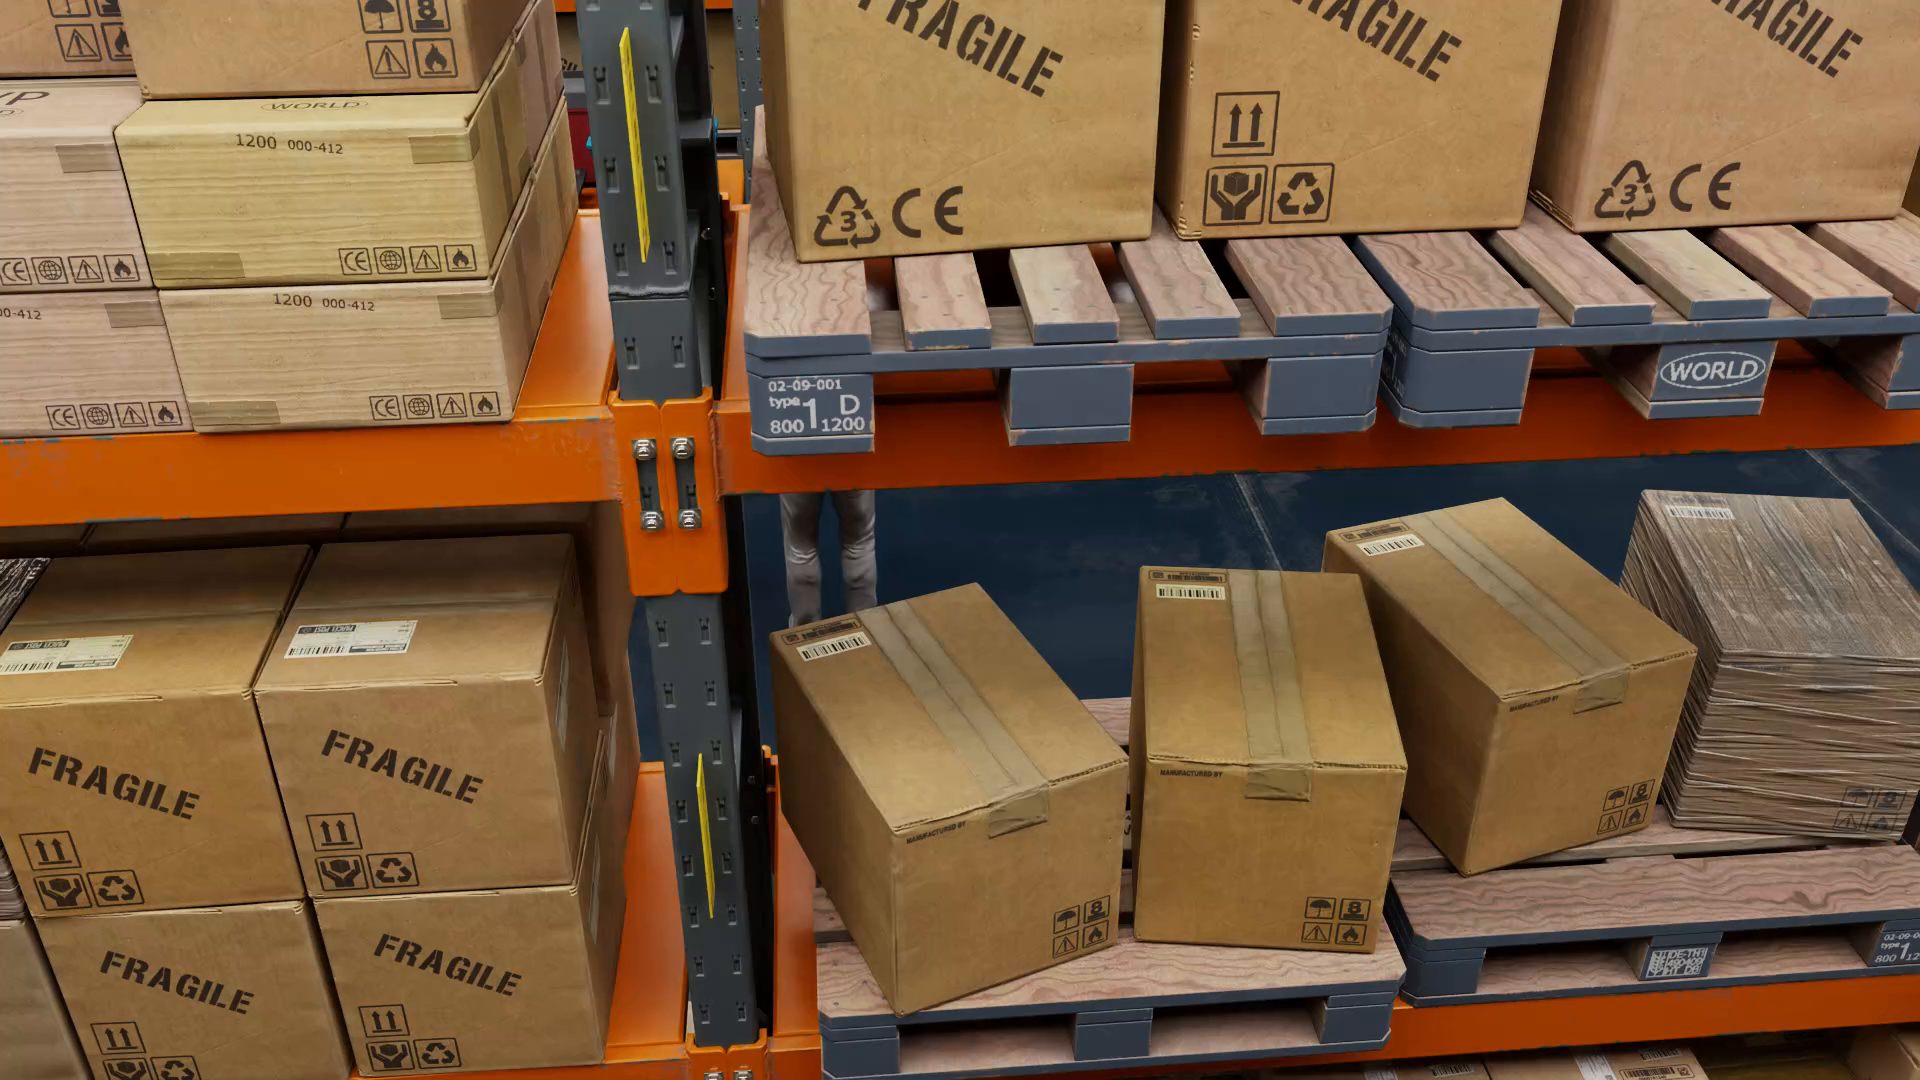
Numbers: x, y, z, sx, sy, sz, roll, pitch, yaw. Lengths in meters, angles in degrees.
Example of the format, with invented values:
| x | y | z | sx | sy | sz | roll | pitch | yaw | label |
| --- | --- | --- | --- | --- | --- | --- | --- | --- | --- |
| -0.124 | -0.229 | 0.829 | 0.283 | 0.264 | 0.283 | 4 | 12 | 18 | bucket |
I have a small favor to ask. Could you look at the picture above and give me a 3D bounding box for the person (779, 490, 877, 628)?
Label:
| x | y | z | sx | sy | sz | roll | pitch | yaw | label |
| --- | --- | --- | --- | --- | --- | --- | --- | --- | --- |
| -0.563 | -0.386 | 6.759 | 0.503 | 1.760 | 0.586 | -2 | 31 | -4 | person |
